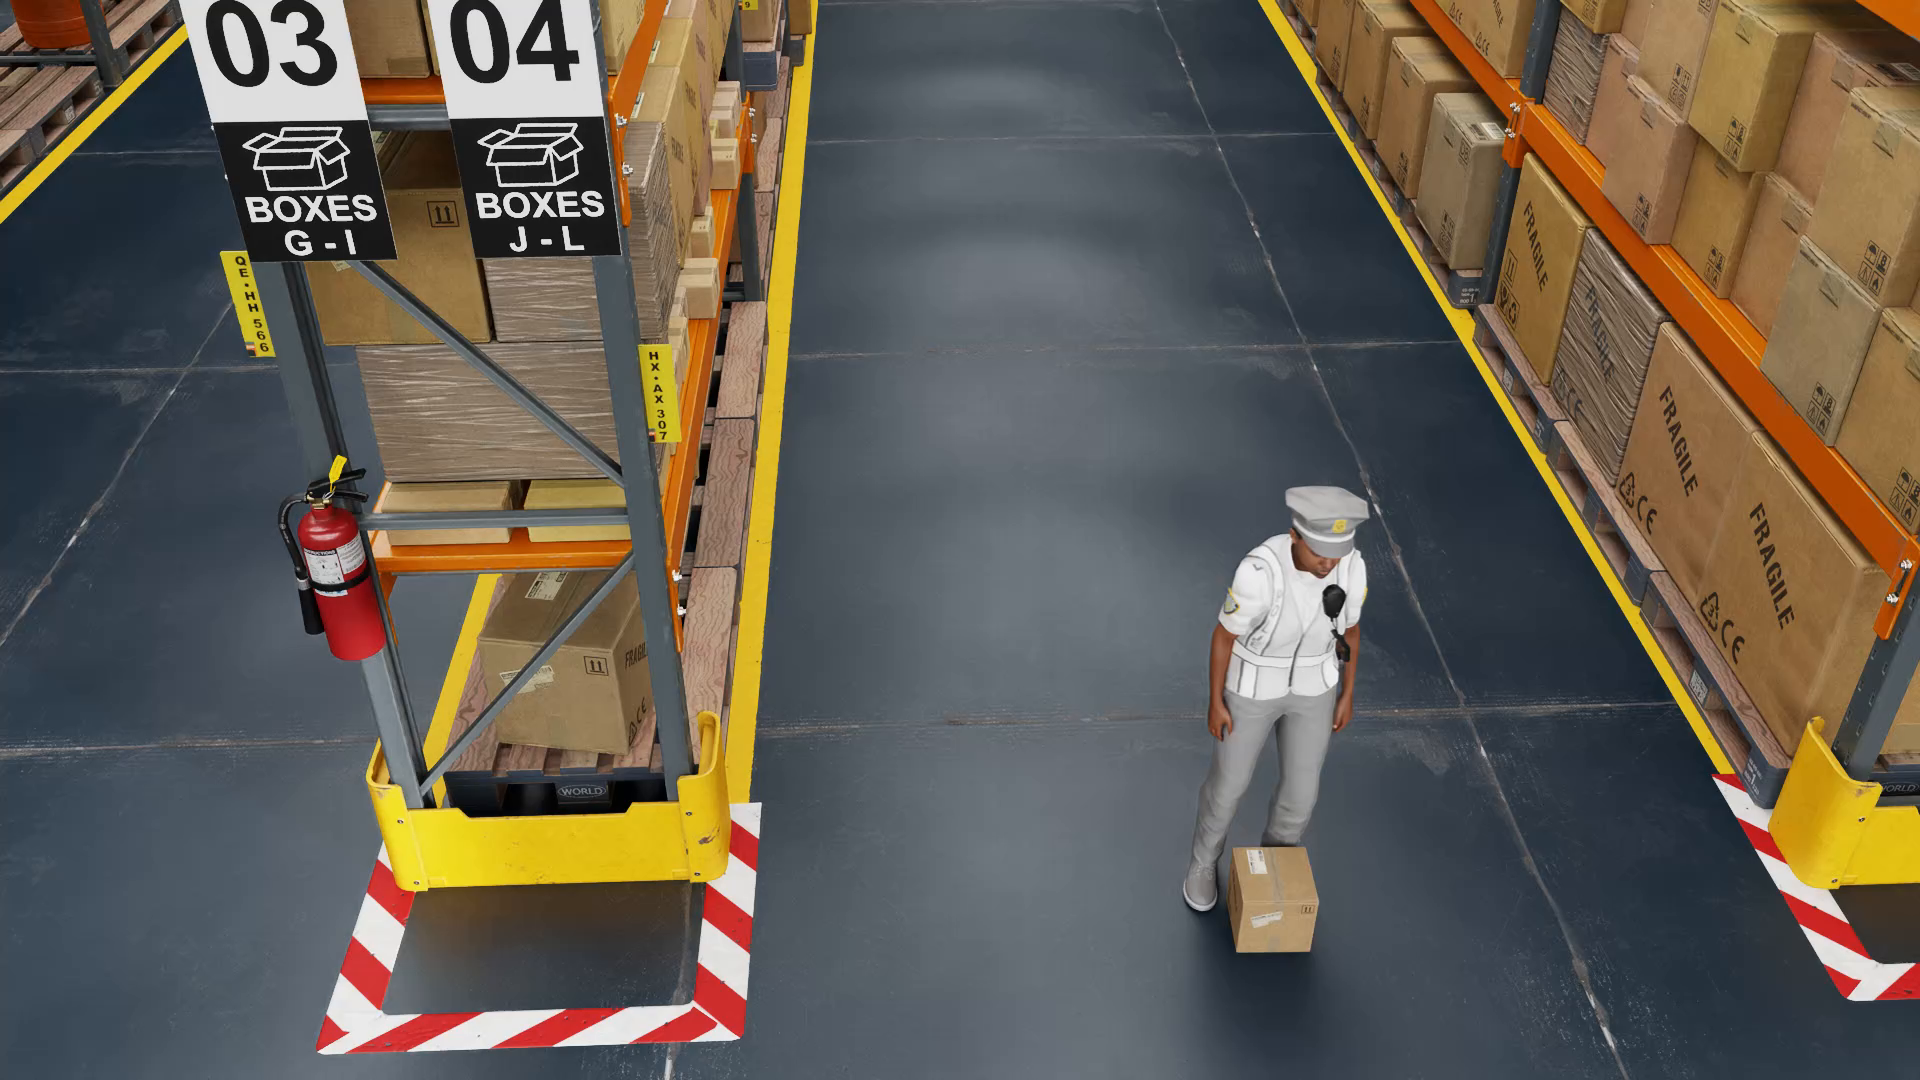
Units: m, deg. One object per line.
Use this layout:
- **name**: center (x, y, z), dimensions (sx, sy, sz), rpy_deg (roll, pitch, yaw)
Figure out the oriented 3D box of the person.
- **person**: center (1.037, 0.520, 5.418), dimensions (0.528, 1.656, 0.428), rpy_deg (-4, 36, -5)
